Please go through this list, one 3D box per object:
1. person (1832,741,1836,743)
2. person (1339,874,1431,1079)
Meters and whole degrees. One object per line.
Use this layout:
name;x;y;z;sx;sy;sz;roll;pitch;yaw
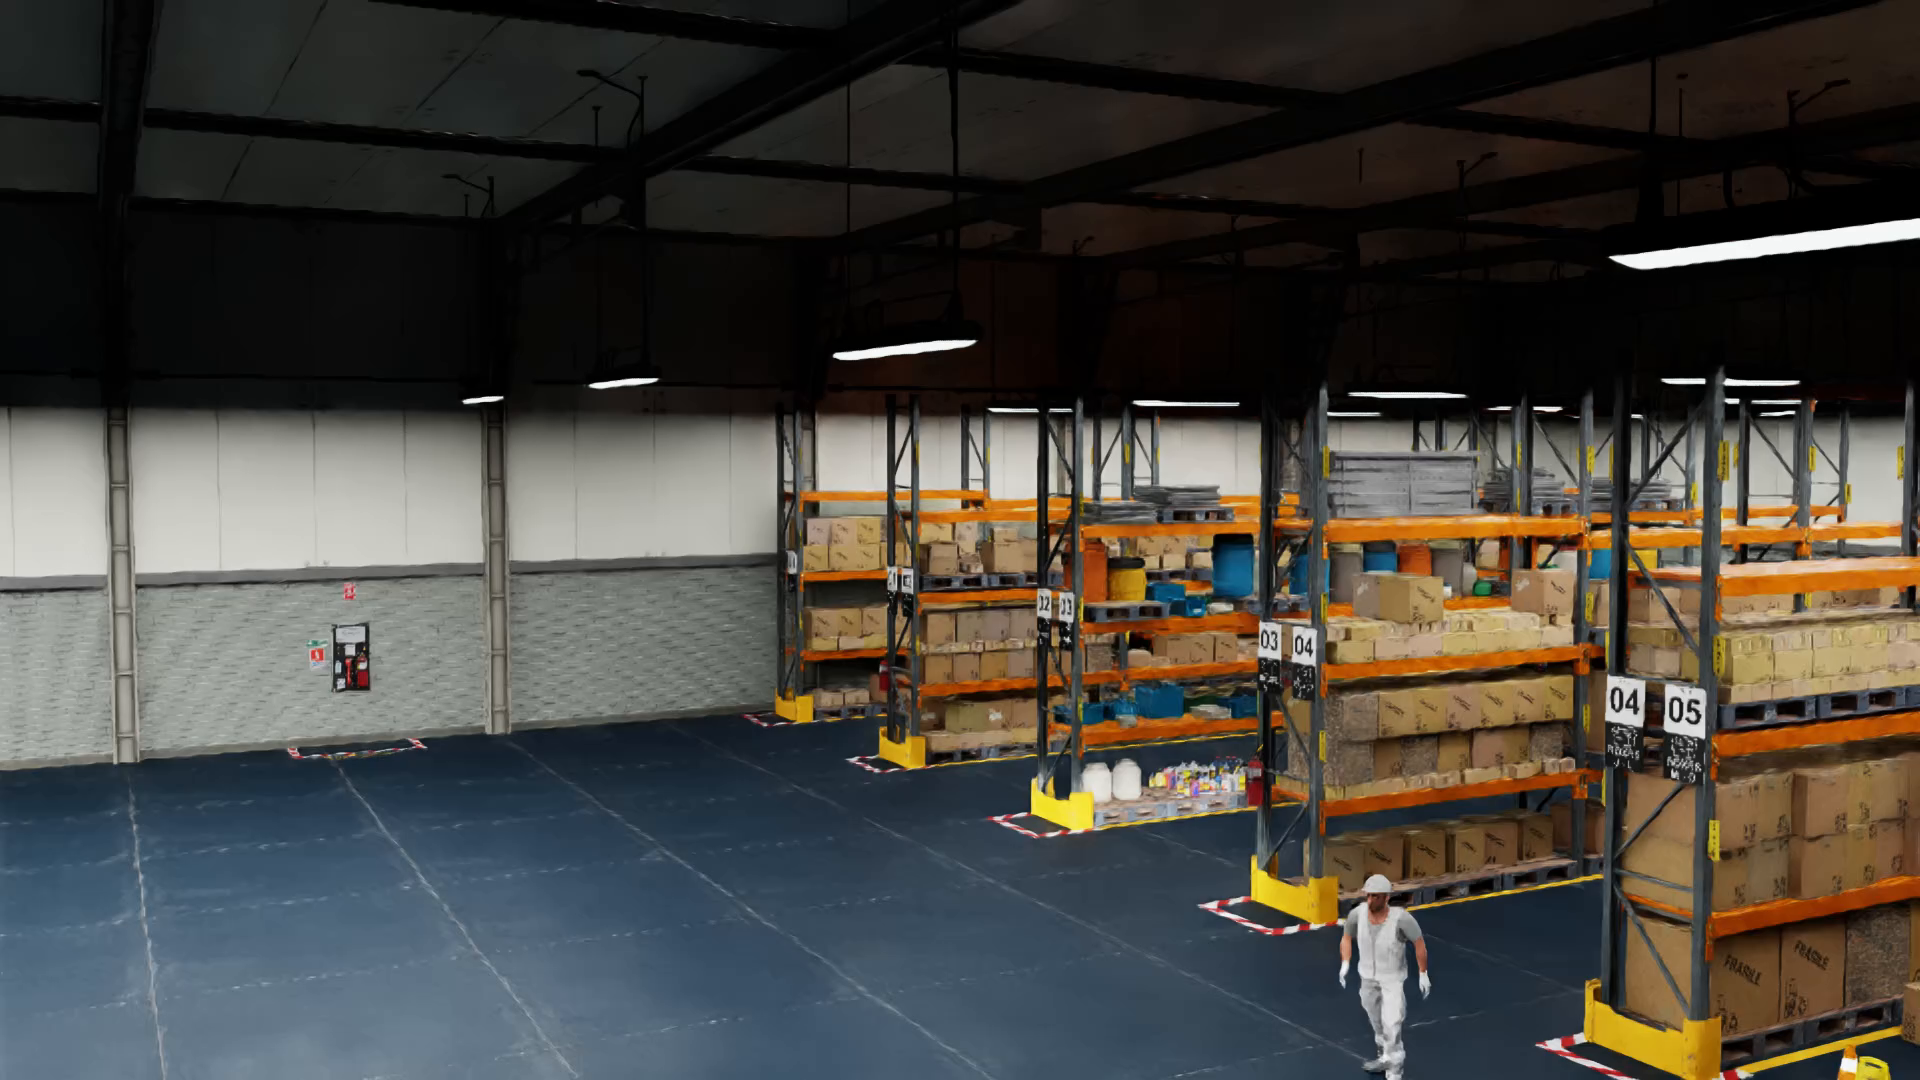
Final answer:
person;10.641;3.207;20.372;0.999;1.580;0.478;-2;4;-36
person;3.414;3.533;13.413;0.670;1.727;0.774;3;4;42
